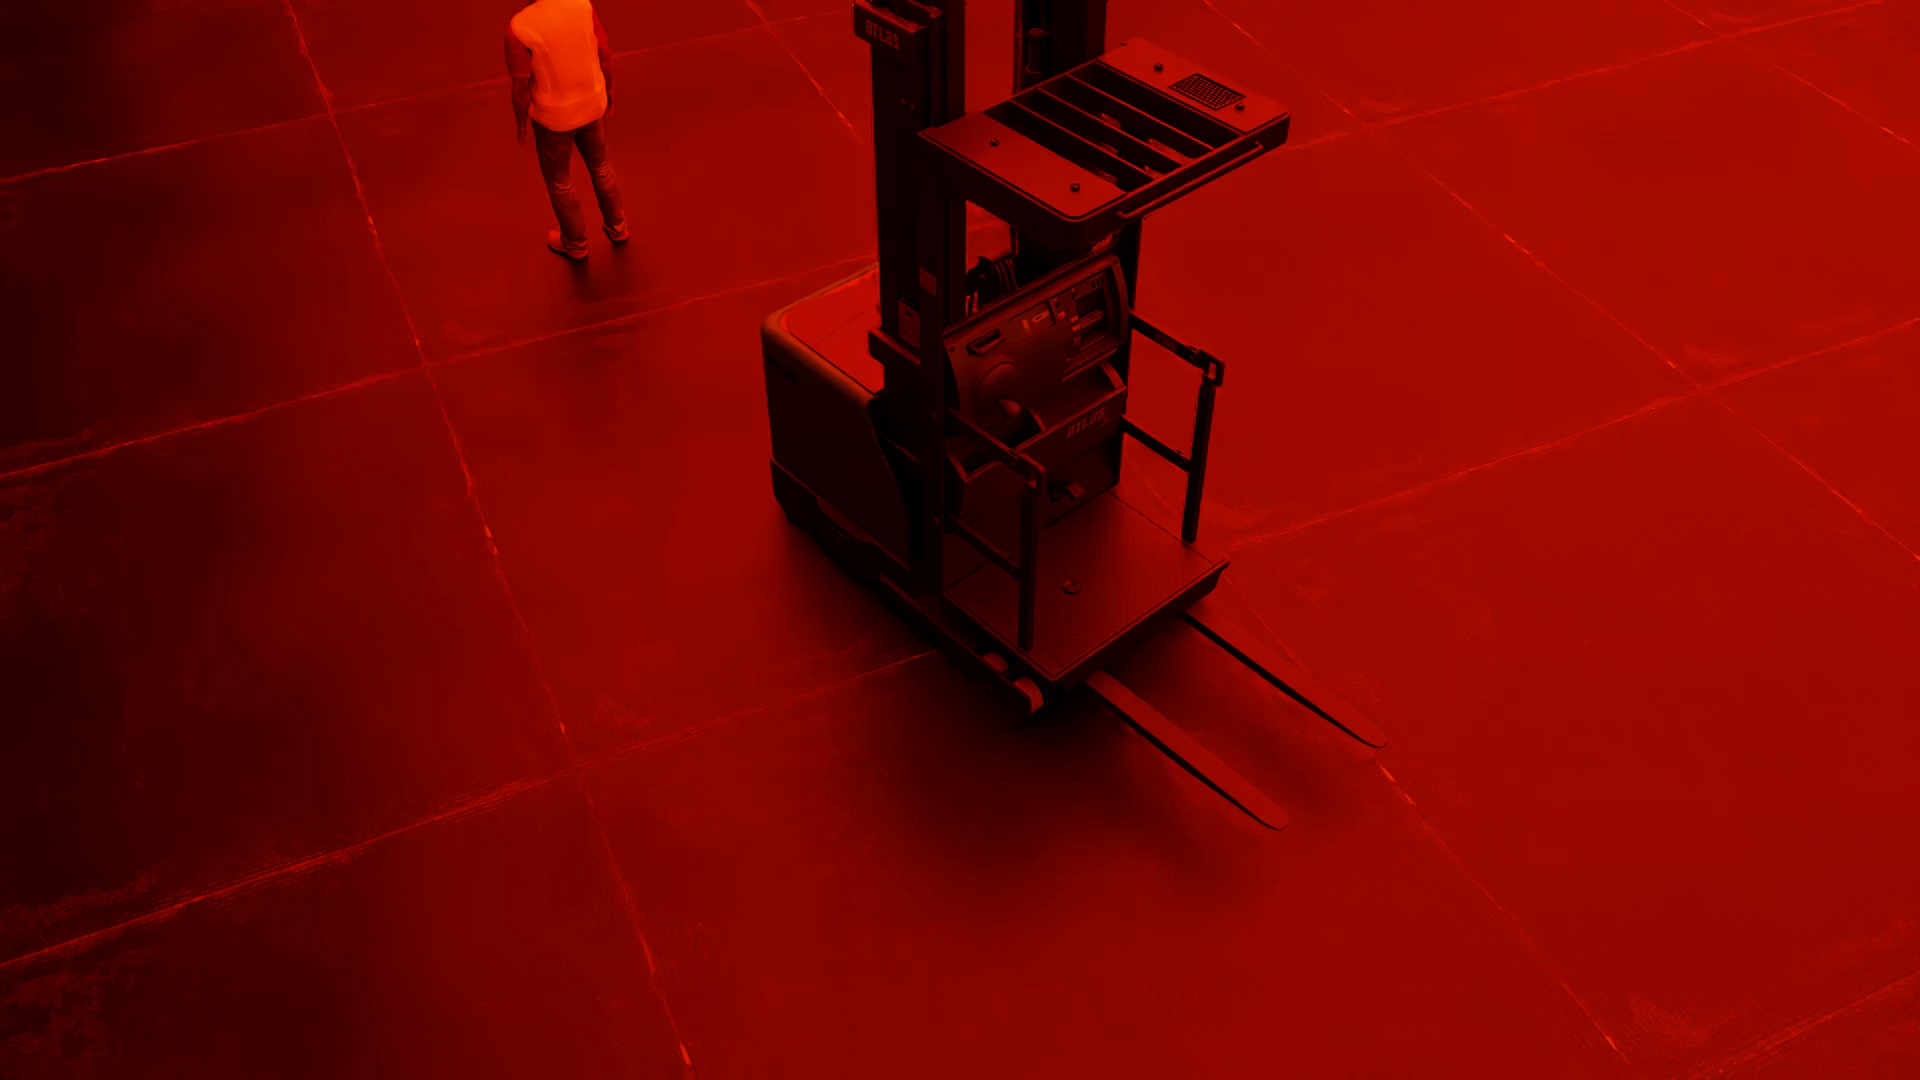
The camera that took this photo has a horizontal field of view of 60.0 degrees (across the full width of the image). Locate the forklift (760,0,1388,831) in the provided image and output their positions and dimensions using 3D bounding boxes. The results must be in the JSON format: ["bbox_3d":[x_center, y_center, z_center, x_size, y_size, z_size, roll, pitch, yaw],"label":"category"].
[{"bbox_3d":[0.458,-0.726,6.458,1.130,2.935,3.031,-31,51,-29],"label":"forklift"}]

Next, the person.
[{"bbox_3d":[-2.164,-2.369,9.080,0.626,1.759,0.463,-31,51,-29],"label":"person"}]
